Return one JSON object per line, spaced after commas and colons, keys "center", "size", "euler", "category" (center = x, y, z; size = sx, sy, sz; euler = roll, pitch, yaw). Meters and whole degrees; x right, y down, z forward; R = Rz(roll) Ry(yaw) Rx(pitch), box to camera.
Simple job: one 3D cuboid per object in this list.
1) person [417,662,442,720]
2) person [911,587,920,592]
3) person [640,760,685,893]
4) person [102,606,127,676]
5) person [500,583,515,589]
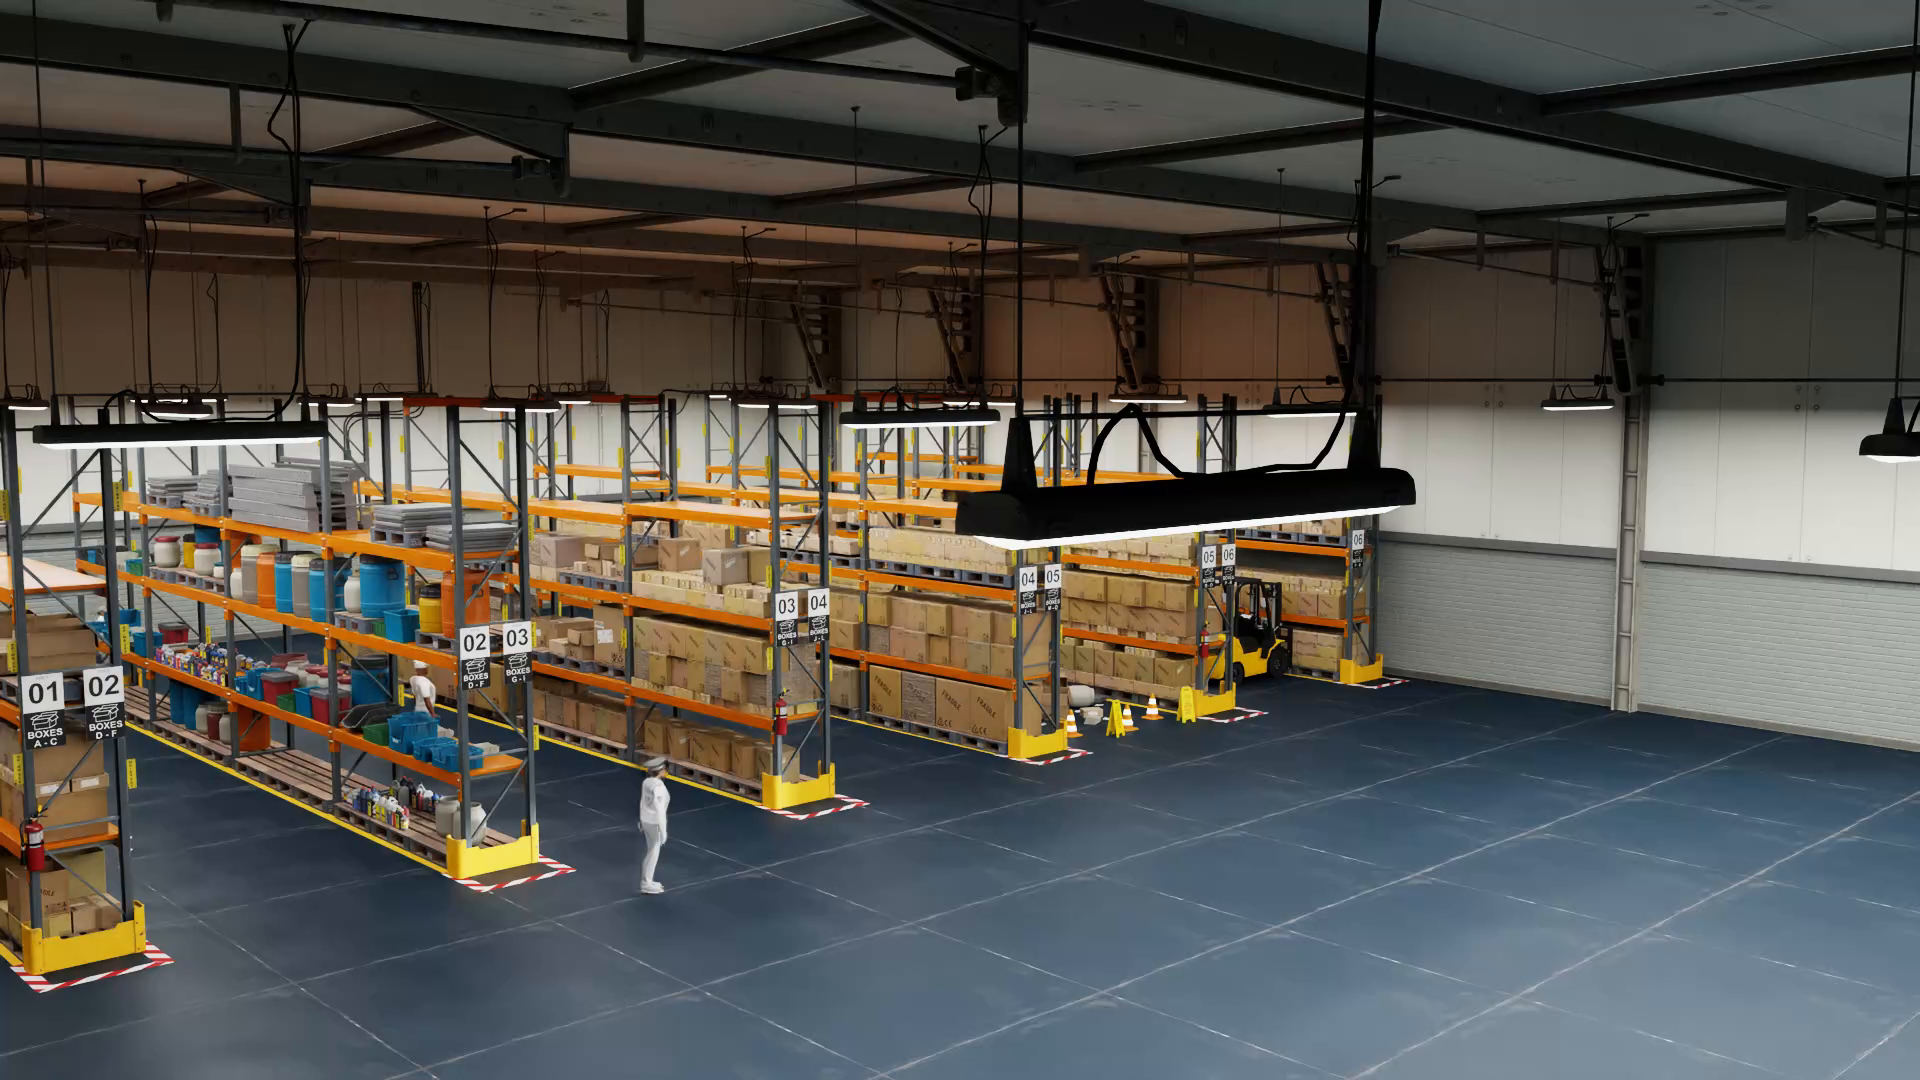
{"center": [-8.685, 2.842, 27.282], "size": [0.418, 1.800, 0.709], "euler": [-1, 6, -11], "category": "person"}
{"center": [-0.890, 1.756, 35.314], "size": [0.660, 1.760, 0.499], "euler": [-1, 6, -14], "category": "person"}
{"center": [-3.660, 3.546, 20.559], "size": [0.499, 1.623, 0.618], "euler": [-2, 6, -21], "category": "person"}
{"center": [-17.578, 2.176, 34.454], "size": [0.612, 1.683, 0.565], "euler": [-3, 6, -28], "category": "person"}
{"center": [-10.956, 1.637, 40.325], "size": [0.405, 1.644, 0.524], "euler": [1, 6, 9], "category": "person"}
